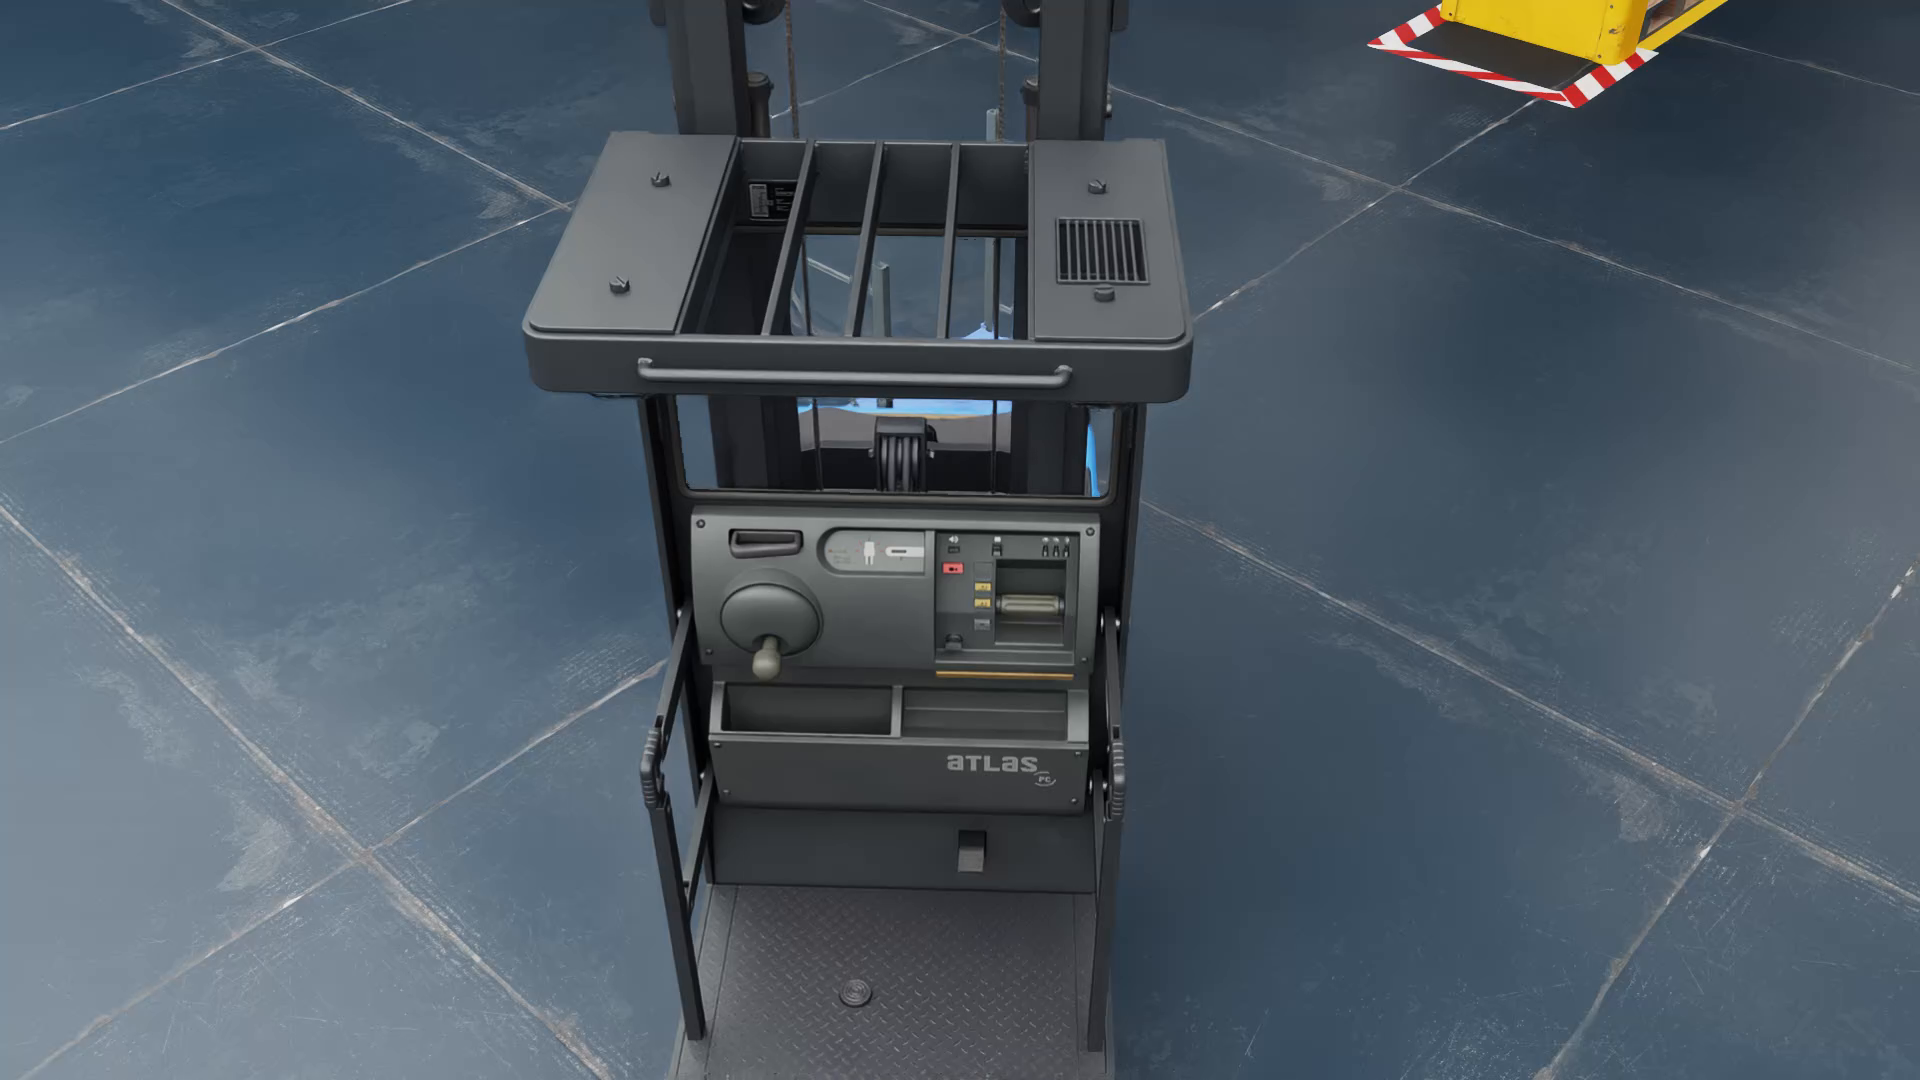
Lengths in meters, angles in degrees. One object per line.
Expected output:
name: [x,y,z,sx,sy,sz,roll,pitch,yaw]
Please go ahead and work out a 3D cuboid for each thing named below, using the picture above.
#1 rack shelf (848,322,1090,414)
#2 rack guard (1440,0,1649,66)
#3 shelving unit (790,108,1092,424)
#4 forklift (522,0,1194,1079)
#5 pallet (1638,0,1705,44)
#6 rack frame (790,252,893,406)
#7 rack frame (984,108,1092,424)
rack shelf: [-0.058,-0.407,5.846,0.538,0.185,1.000,30,47,32]
rack guard: [3.506,-3.284,9.979,1.175,0.500,0.348,30,47,32]
shelving unit: [-0.058,-0.548,5.734,0.538,1.500,1.048,30,47,32]
forklift: [-0.153,0.202,3.642,1.130,2.935,3.031,1,39,2]
pallet: [4.081,-3.530,10.519,1.003,0.211,1.213,30,47,32]
rack frame: [-0.401,-0.314,5.440,0.500,1.500,0.032,30,47,32]
rack frame: [0.285,-0.782,6.028,0.500,1.500,0.032,30,47,32]
